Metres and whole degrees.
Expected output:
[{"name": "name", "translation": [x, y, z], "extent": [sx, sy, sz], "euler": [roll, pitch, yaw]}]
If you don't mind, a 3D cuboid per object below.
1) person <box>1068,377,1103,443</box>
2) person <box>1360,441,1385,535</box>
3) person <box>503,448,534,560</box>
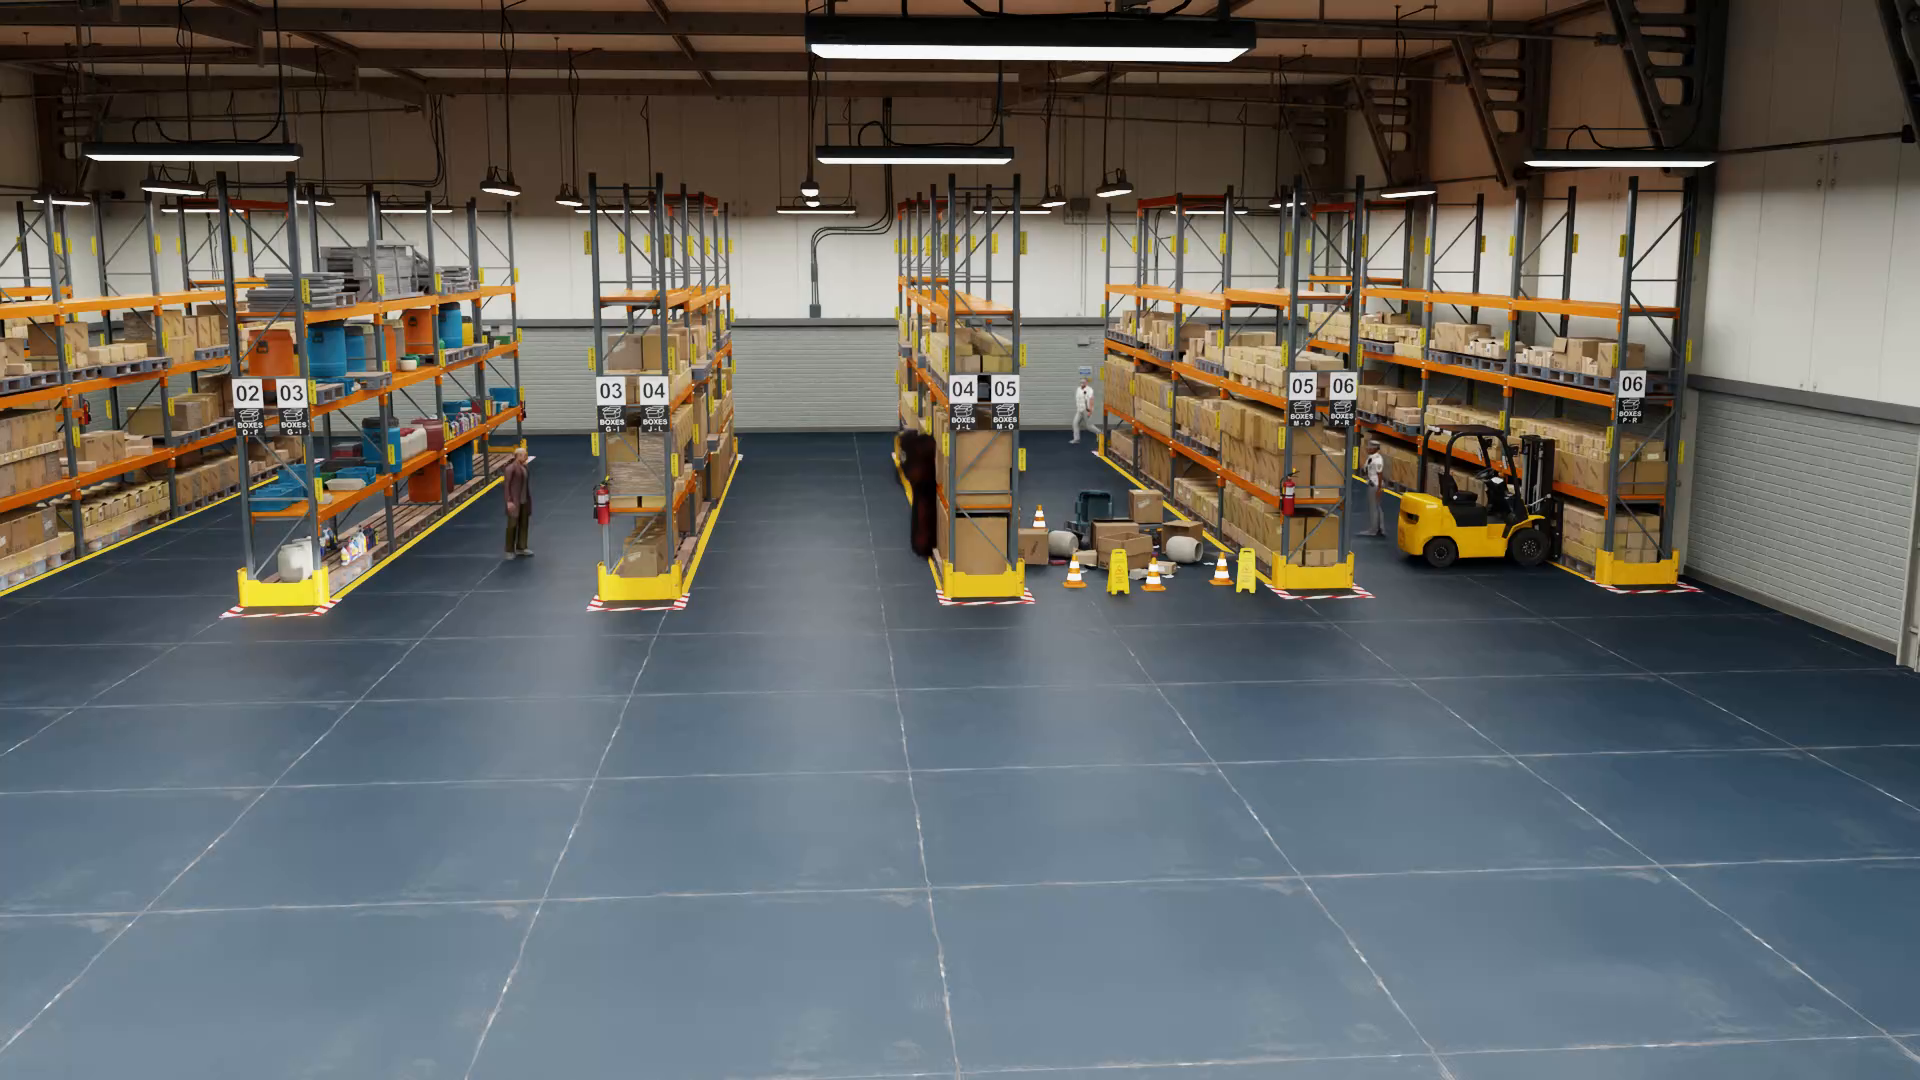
[{"name": "person", "translation": [3.214, -3.330, 42.537], "extent": [0.920, 1.705, 0.574], "euler": [-4, 11, -22]}, {"name": "person", "translation": [7.268, -0.916, 29.148], "extent": [0.416, 1.672, 0.469], "euler": [4, 11, 22]}, {"name": "person", "translation": [-7.206, -0.586, 27.055], "extent": [0.387, 1.840, 0.583], "euler": [8, 13, 37]}]
